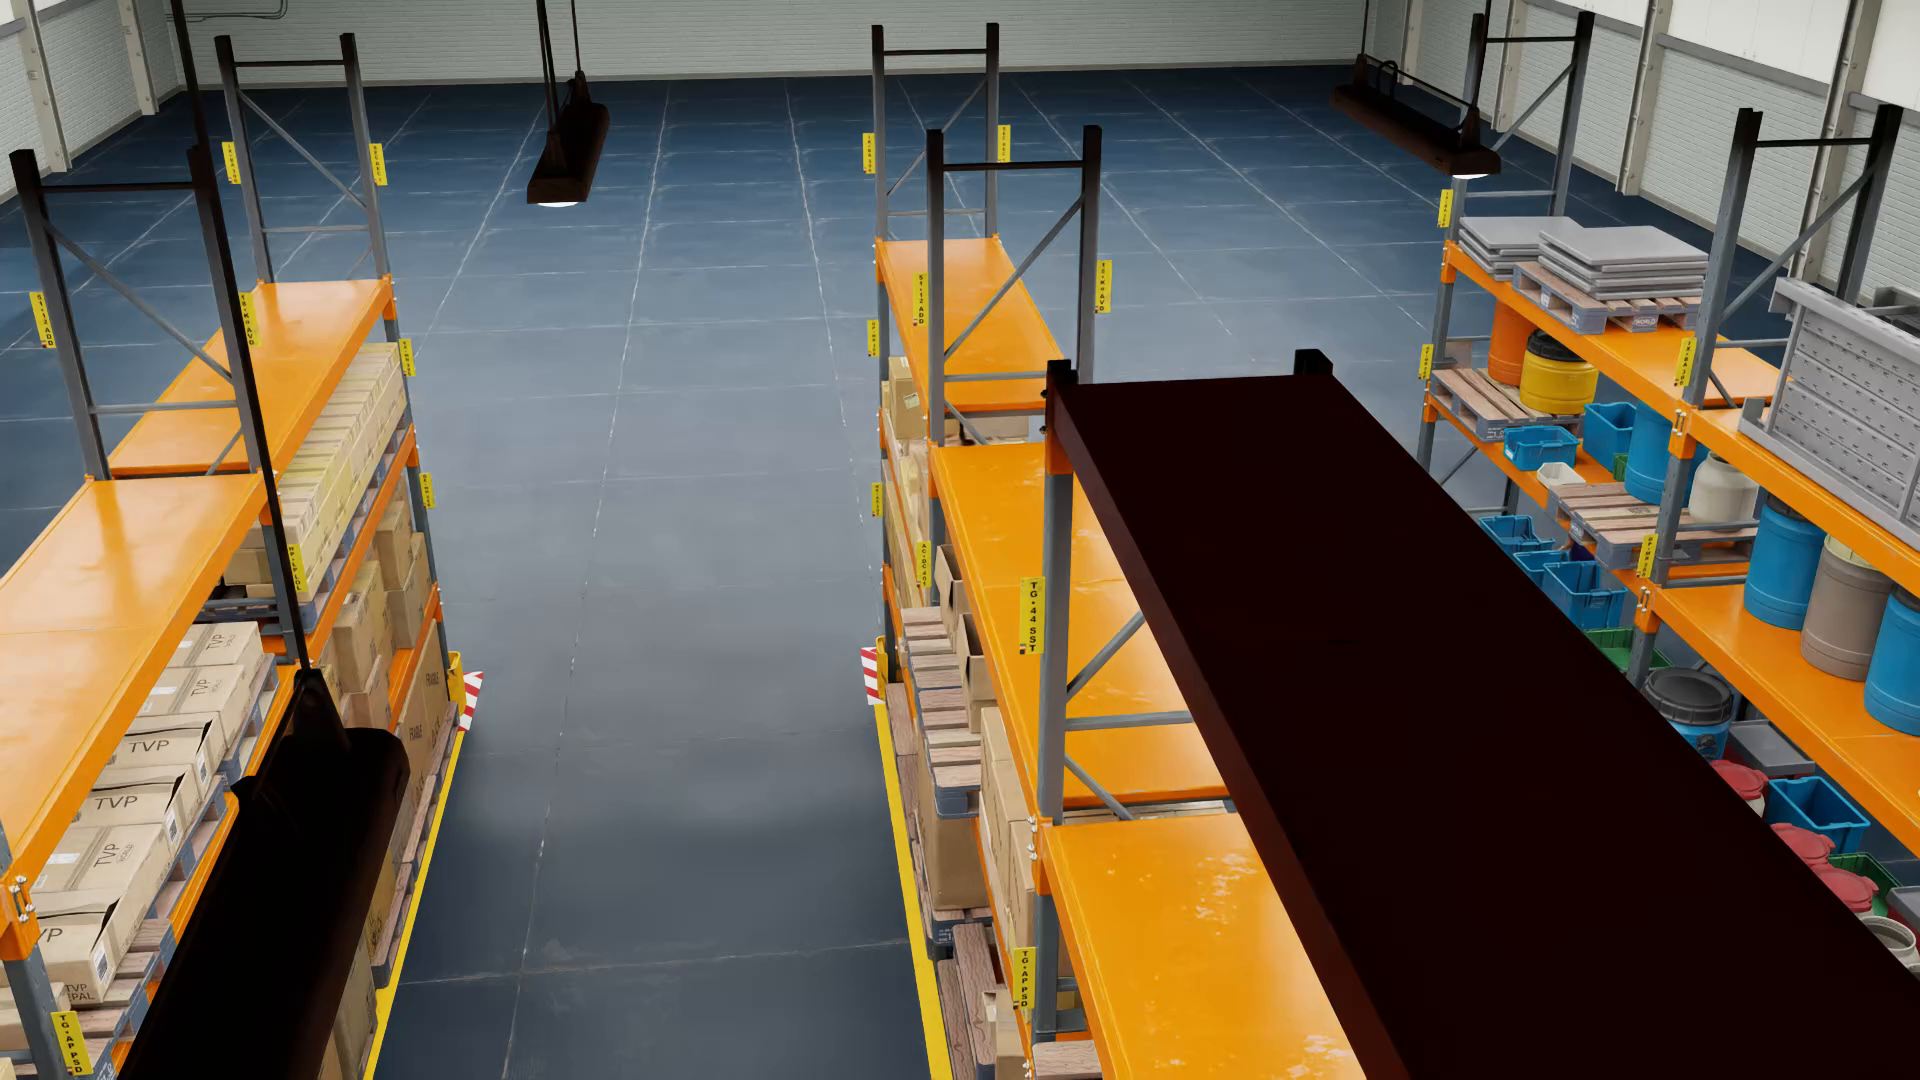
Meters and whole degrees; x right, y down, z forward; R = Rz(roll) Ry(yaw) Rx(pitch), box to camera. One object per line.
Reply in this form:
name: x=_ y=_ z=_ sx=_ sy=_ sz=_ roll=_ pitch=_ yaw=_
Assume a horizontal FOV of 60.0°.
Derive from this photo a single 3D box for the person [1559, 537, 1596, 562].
person: x=6.165 y=0.078 z=16.453 sx=0.534 sy=1.637 sz=0.782 roll=-17 pitch=30 yaw=-31
